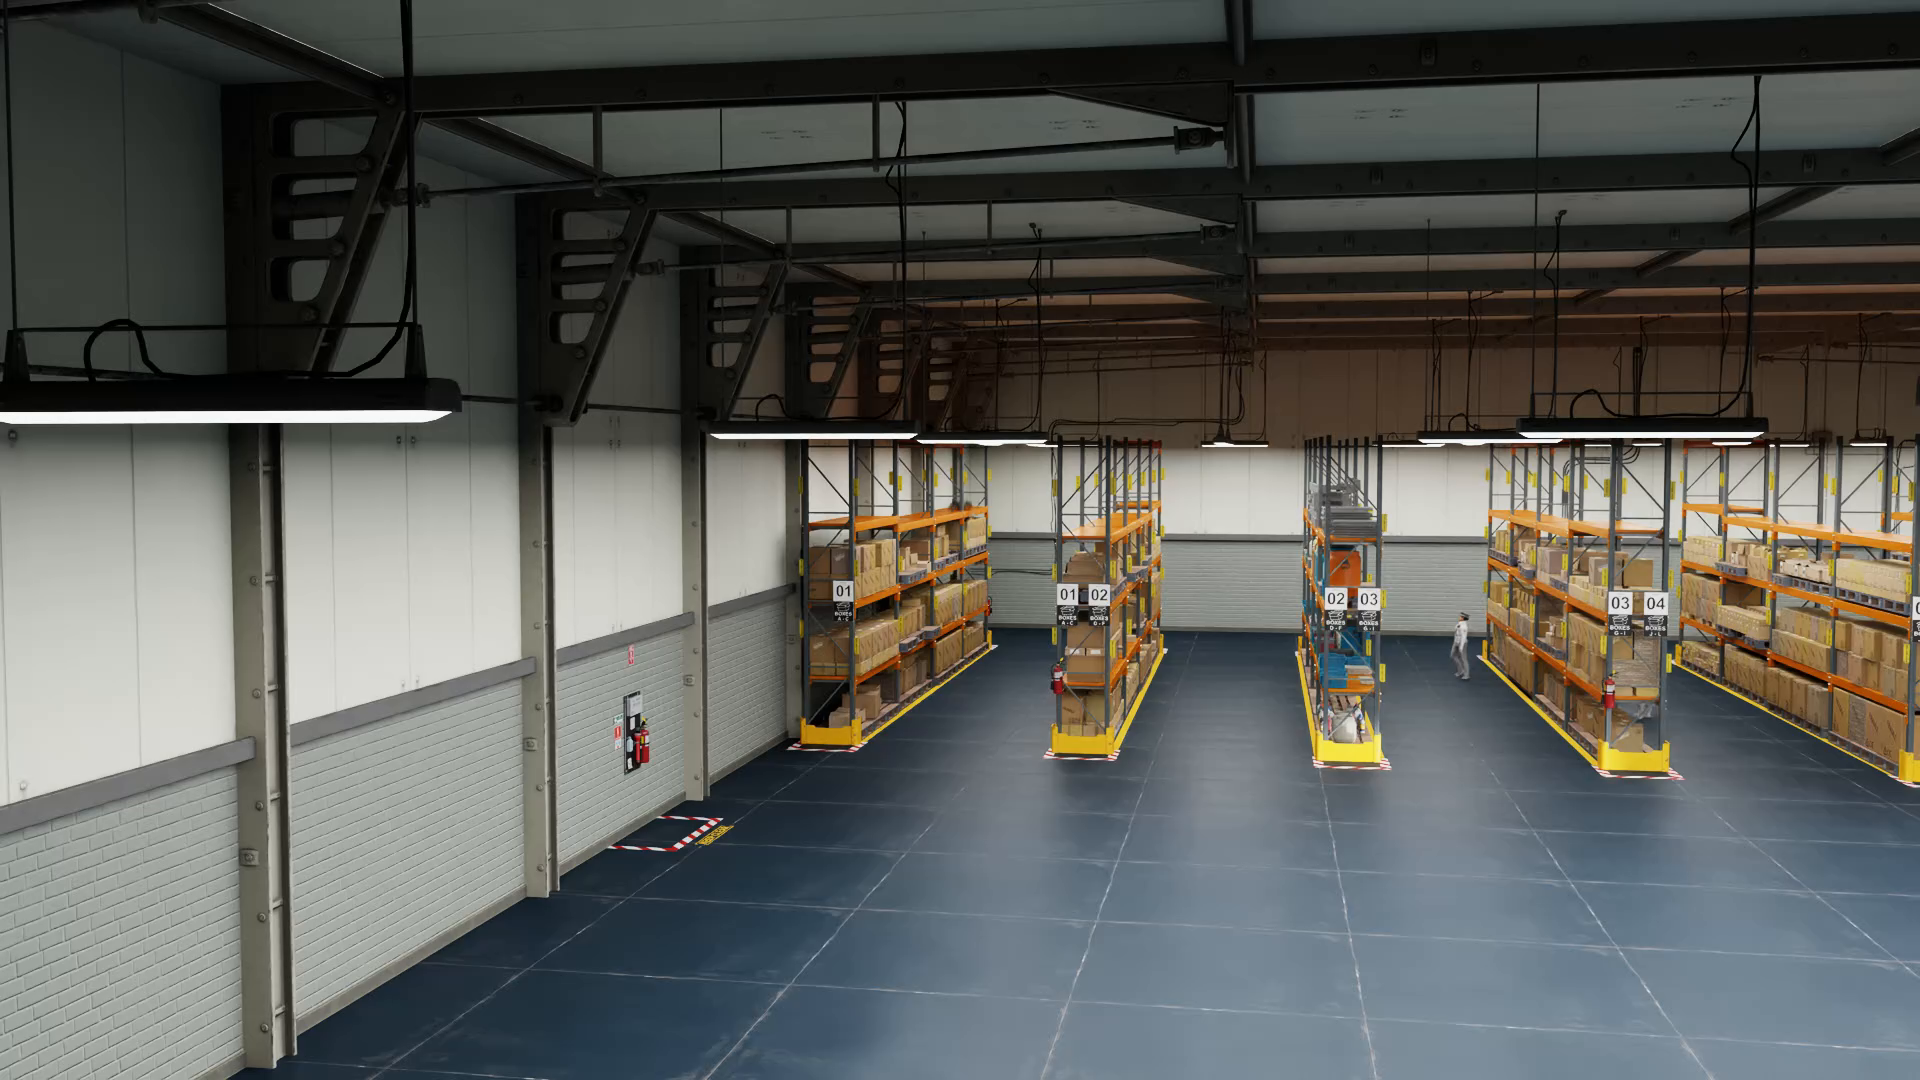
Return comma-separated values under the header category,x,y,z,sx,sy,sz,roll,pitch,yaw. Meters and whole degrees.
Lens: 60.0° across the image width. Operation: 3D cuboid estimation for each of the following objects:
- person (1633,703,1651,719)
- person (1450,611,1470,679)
category,x,y,z,sx,sy,sz,roll,pitch,yaw
person,14.628,2.915,35.497,0.450,1.798,0.570,2,4,36
person,12.563,2.624,41.688,0.388,1.699,0.611,-1,3,-10
